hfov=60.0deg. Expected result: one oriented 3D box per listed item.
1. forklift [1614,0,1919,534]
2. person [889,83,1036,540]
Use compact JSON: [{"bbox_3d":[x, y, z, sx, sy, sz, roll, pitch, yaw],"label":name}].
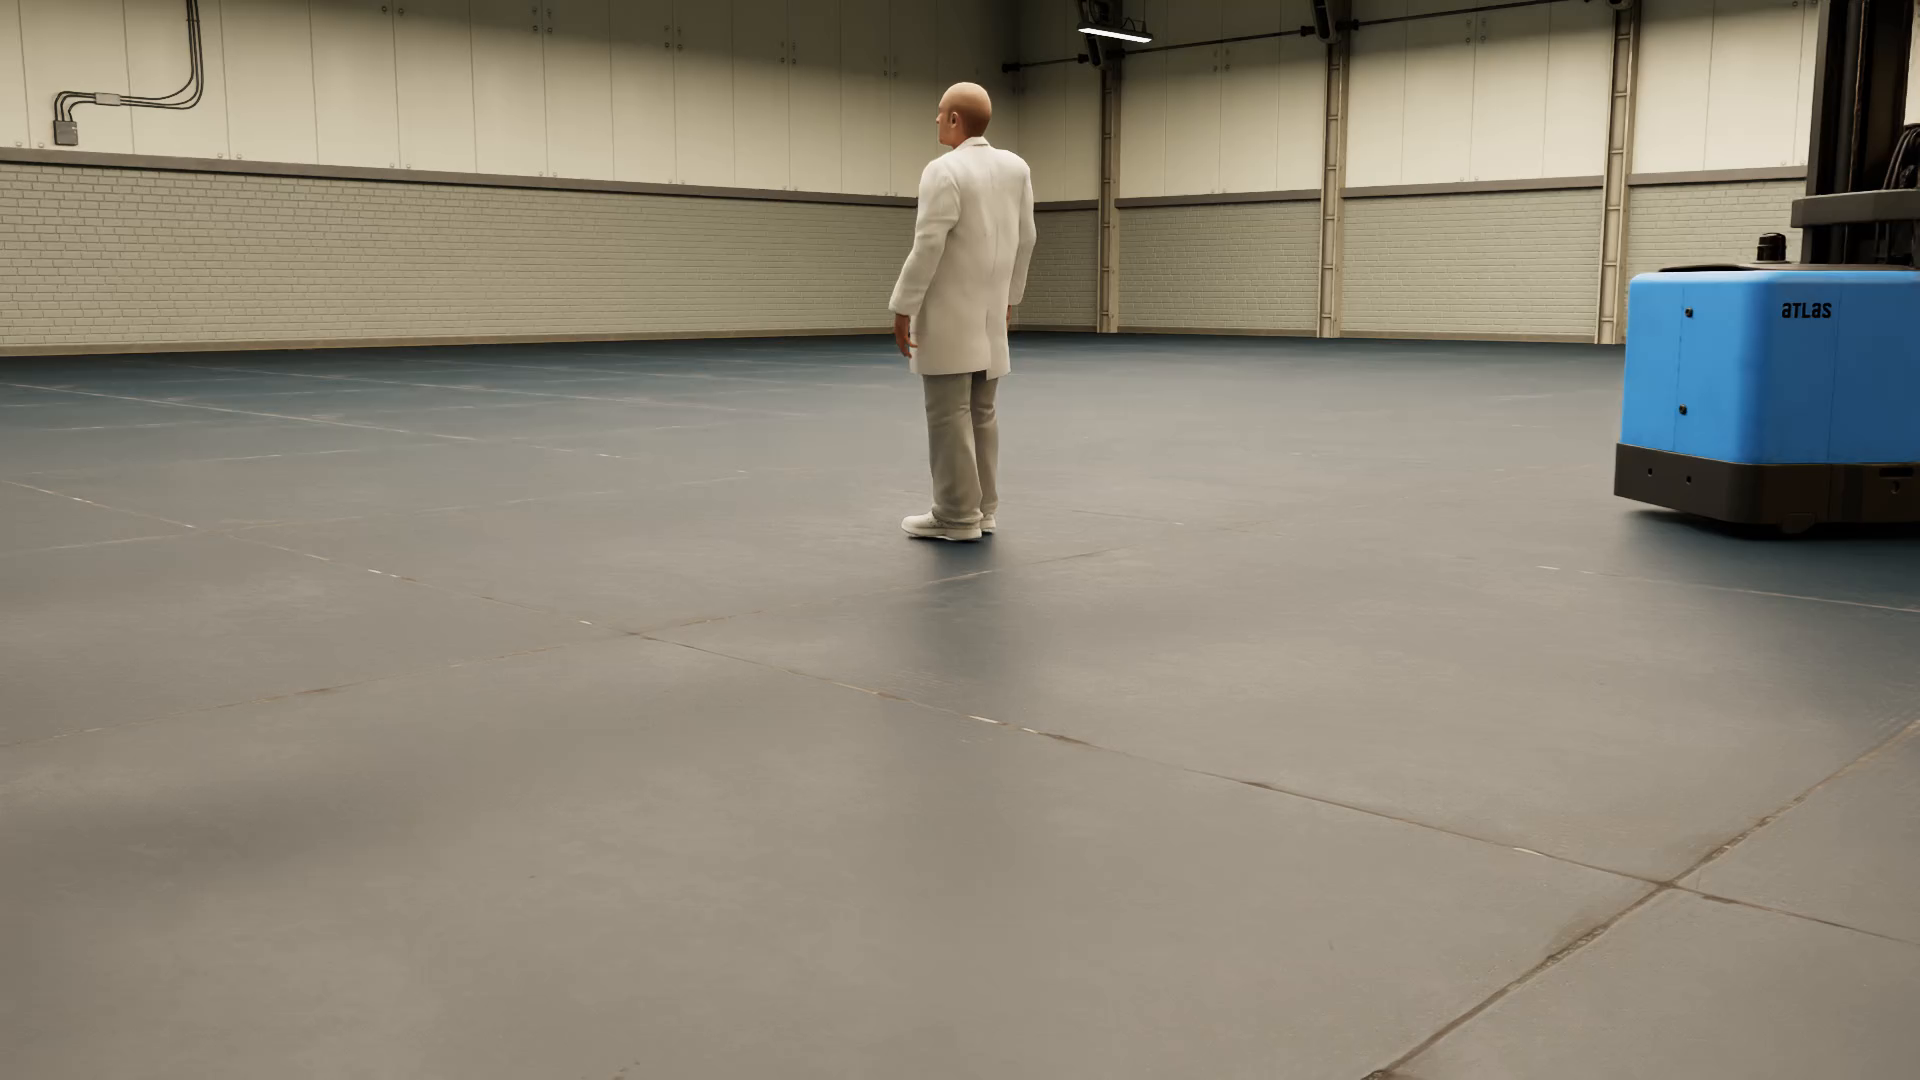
[{"bbox_3d":[4.541,-1.546,7.141,3.031,2.935,1.130,-1,9,-8],"label":"forklift"},{"bbox_3d":[-0.063,-0.896,6.649,0.578,1.778,0.698,8,12,43],"label":"person"}]
